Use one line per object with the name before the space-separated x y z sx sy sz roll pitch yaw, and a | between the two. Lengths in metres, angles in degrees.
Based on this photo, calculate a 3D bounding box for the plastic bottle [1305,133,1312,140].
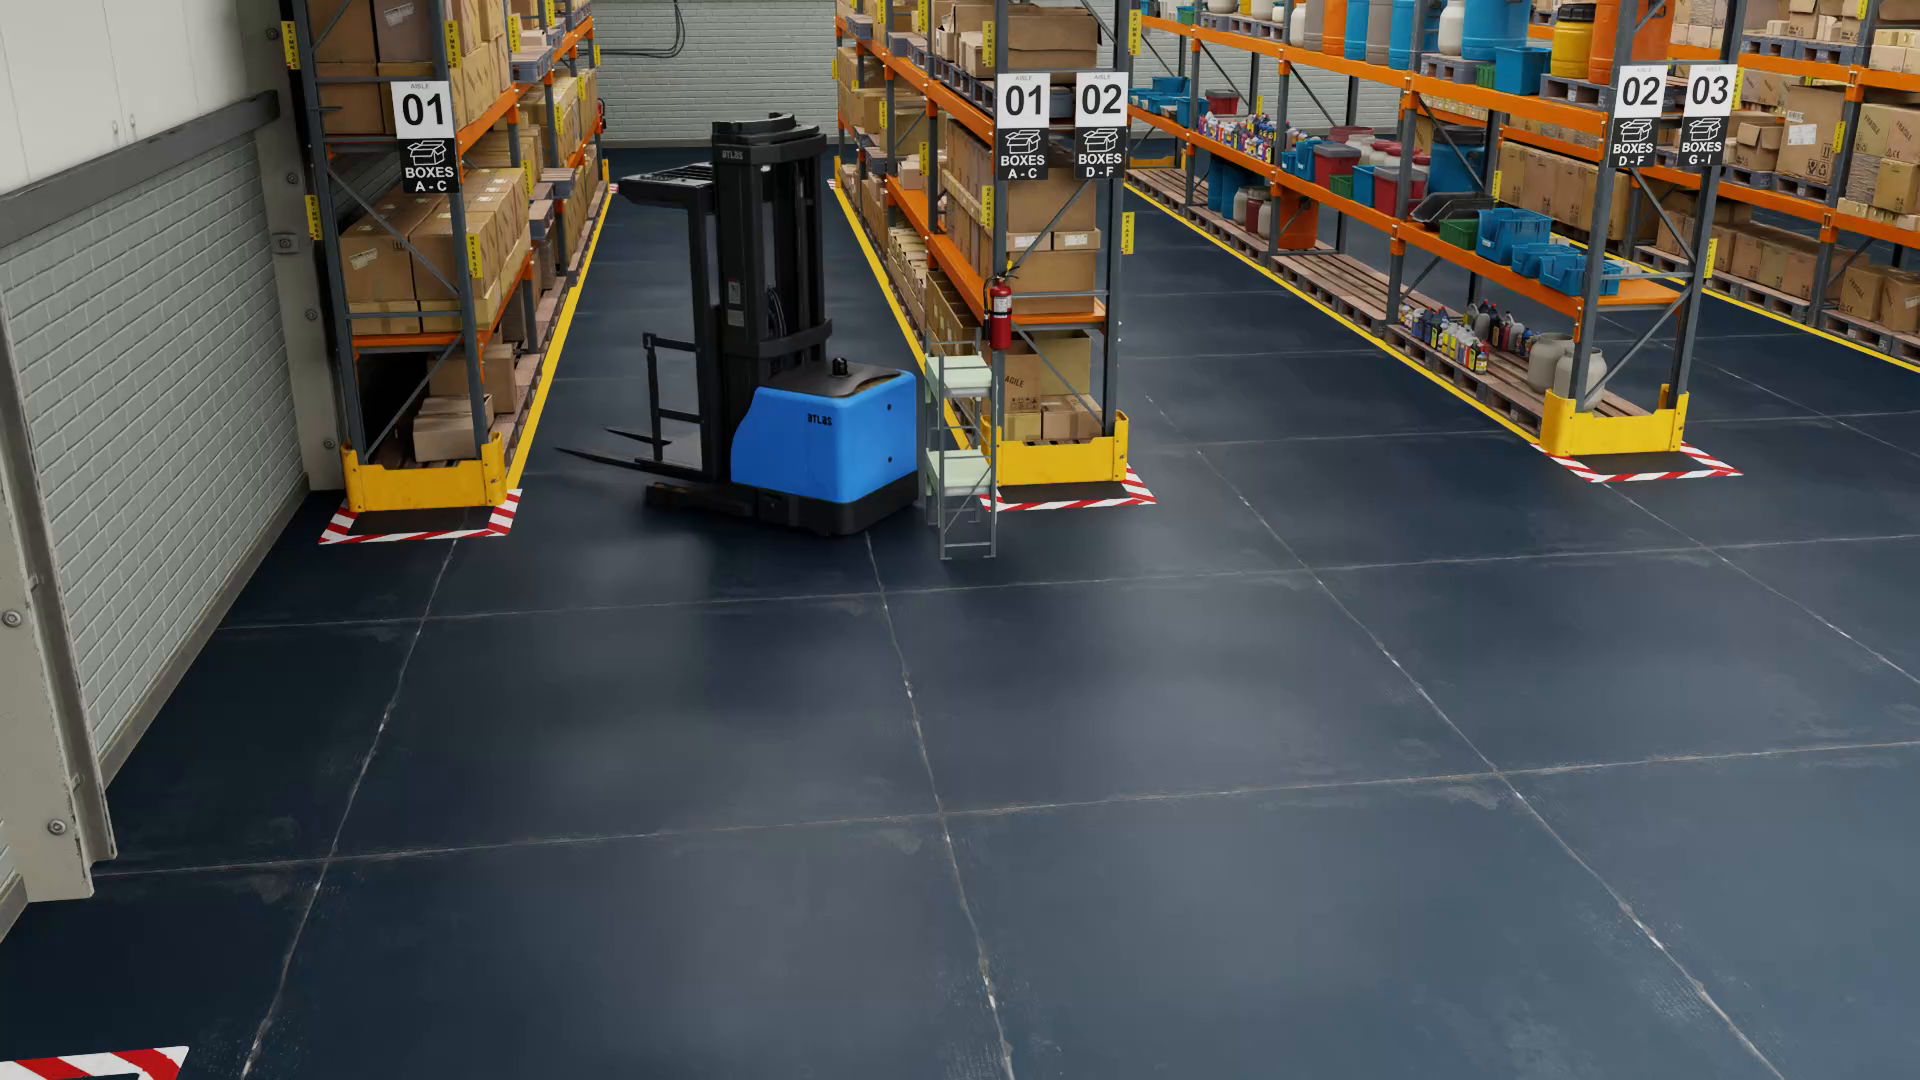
plastic bottle | 4.690 -5.348 22.413 0.061 0.283 0.133 -3 21 -8

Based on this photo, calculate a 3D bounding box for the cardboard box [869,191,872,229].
cardboard box | -0.991 -4.582 23.140 0.500 0.500 0.500 -3 21 -7

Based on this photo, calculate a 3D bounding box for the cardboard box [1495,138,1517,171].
cardboard box | 8.815 -6.016 26.473 0.875 0.875 0.875 -3 21 -8

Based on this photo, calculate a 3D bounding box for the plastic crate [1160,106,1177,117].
plastic crate | 3.381 -6.825 26.492 0.293 0.136 0.466 -3 21 -8

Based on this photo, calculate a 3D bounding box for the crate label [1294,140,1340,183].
crate label | 4.382 -4.606 20.211 0.502 0.435 0.616 -3 21 -8

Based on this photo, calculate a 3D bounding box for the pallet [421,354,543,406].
pallet | -4.589 -1.526 15.999 1.003 0.211 1.213 -3 21 -8

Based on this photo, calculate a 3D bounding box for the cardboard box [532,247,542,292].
cardboard box | -5.182 -3.052 19.044 0.700 0.500 0.500 -3 21 -8

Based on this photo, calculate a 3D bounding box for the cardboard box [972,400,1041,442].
cardboard box | 0.388 -1.008 13.958 0.500 0.250 0.500 -3 21 -8

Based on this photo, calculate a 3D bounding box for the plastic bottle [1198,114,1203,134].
plastic bottle | 3.561 -6.129 24.506 0.061 0.283 0.133 -3 21 -8

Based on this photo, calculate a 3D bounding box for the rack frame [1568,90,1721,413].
rack frame | 5.660 -2.177 13.759 1.000 3.000 0.127 -3 21 -8

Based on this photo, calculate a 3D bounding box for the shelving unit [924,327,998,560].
shelving unit | 0.001 -0.700 11.948 0.431 1.500 0.755 -3 21 -8

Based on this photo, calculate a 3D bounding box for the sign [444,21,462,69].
sign | -3.607 -3.520 11.817 0.100 0.325 0.005 -3 21 -8

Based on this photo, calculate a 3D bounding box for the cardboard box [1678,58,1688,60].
cardboard box | 12.979 -8.668 29.140 0.500 0.500 0.500 -3 21 -8

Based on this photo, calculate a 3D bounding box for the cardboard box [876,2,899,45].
cardboard box | -0.565 -6.477 20.840 0.910 0.500 0.500 -3 21 -8

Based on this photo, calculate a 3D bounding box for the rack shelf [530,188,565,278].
rack shelf | -5.009 -3.418 18.109 1.077 0.370 4.000 -3 21 -8

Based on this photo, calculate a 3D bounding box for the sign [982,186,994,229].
sign | 0.219 -2.560 12.789 0.100 0.325 0.005 -3 21 -8

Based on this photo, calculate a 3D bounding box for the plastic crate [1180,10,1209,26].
plastic crate | 3.570 -7.770 24.747 0.450 0.188 0.662 -3 21 -8

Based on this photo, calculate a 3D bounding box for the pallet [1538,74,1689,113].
pallet | 5.637 -3.786 14.047 1.003 0.211 1.213 -3 21 -8

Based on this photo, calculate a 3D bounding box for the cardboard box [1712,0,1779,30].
cardboard box | 9.370 -6.358 19.808 0.500 0.500 0.500 -4 21 -9

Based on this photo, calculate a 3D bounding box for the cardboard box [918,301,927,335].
cardboard box | -0.166 -2.351 17.555 0.500 0.250 0.500 -3 21 -8

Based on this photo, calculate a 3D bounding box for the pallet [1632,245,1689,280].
pallet | 9.519 -3.620 21.607 1.003 0.211 1.213 -3 21 -8

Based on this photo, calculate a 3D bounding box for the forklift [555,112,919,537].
forklift | -1.849 -1.755 12.725 3.031 2.935 1.130 12 23 28

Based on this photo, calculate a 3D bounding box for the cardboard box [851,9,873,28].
cardboard box | -1.306 -7.574 24.134 0.500 0.250 0.500 -3 21 -8

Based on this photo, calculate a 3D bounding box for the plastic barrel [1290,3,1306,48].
plastic barrel | 4.248 -6.282 20.301 0.421 0.512 0.421 0 20 0

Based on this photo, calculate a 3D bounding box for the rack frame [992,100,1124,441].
rack frame | 0.758 -1.929 13.094 1.000 3.000 0.127 -3 21 -8

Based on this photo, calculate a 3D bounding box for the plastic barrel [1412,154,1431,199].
plastic barrel | 5.162 -3.968 18.360 0.433 0.535 0.433 0 20 0

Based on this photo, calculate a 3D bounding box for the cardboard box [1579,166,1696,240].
cardboard box | 9.329 -4.638 22.785 1.225 0.875 0.875 -4 21 -10

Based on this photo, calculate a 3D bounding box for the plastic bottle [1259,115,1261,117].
plastic bottle | 4.385 -6.080 24.374 0.061 0.283 0.133 -3 21 -8

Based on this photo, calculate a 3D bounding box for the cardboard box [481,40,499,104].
cardboard box | -4.225 -3.996 14.170 0.500 0.500 0.500 -4 21 -10

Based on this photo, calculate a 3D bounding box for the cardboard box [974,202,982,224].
cardboard box | 0.326 -2.851 14.491 0.380 0.149 0.250 -2 21 -6

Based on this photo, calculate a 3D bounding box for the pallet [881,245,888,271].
pallet | -0.466 -3.653 21.695 1.003 0.211 1.213 -3 21 -8

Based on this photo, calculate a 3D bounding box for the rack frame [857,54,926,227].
rack frame | -0.972 -6.084 24.218 1.000 3.000 0.127 -3 21 -8

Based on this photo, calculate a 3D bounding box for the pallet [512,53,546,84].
pallet | -4.704 -4.599 16.224 1.213 0.211 1.003 -3 21 -8

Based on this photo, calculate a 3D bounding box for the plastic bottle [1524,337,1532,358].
plastic bottle | 5.629 -1.904 16.397 0.097 0.201 0.097 0 20 0

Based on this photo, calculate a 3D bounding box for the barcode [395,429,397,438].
barcode | -4.553 -0.859 13.429 0.001 0.075 0.075 -3 21 -8

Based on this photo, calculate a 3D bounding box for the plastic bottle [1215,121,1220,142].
plastic bottle | 3.689 -5.822 23.683 0.061 0.283 0.133 -3 21 -8

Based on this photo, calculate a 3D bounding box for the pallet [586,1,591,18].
pallet | -6.333 -8.325 26.058 1.003 0.211 1.213 -3 21 -8

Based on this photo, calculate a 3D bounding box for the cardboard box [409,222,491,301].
cardboard box | -3.915 -2.149 12.796 0.500 0.500 0.500 -3 21 -8

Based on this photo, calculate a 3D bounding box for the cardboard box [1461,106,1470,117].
cardboard box | 8.314 -6.910 26.788 0.380 0.149 0.250 -3 21 -7

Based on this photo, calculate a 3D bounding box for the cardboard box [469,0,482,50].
cardboard box | -4.066 -4.106 13.036 0.500 0.500 0.500 -2 21 -6

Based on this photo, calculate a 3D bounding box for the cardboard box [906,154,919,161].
cardboard box | -0.386 -4.529 20.182 0.500 0.311 0.500 -2 21 -4

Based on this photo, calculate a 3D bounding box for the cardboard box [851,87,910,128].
cardboard box | -1.125 -6.152 23.657 0.700 0.500 0.500 -10 23 -26

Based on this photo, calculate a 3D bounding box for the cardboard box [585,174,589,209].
cardboard box | -5.880 -5.122 24.616 0.700 0.500 0.500 -3 21 -7

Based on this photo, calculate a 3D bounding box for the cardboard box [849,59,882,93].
cardboard box | -1.378 -6.938 24.934 0.500 0.500 0.500 -3 21 -9

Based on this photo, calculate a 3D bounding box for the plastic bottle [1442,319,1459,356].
plastic bottle | 4.877 -2.015 16.480 0.144 0.351 0.185 -3 21 -8

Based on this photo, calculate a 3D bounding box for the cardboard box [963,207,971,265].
cardboard box | 0.402 -2.851 15.420 0.700 0.500 0.500 -3 21 -7

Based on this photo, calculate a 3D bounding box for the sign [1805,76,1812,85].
sign | 13.218 -7.173 25.896 0.100 0.325 0.005 -3 21 -8

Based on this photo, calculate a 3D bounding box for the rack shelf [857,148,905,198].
rack shelf | -0.684 -5.054 22.490 1.077 0.370 4.000 -3 21 -8

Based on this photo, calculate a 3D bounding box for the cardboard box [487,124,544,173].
cardboard box | -5.219 -4.538 19.308 0.700 0.500 0.500 -5 21 -14

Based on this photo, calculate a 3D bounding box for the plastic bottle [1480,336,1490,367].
plastic bottle | 5.057 -1.819 16.053 0.061 0.283 0.133 -3 21 -8

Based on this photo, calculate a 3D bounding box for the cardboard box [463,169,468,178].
cardboard box | -4.859 -3.180 15.557 0.500 0.500 0.500 -3 21 -9

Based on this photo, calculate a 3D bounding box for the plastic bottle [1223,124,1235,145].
plastic bottle | 3.787 -5.694 23.351 0.152 0.276 0.135 -3 21 -8

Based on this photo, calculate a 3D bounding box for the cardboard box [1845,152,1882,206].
cardboard box | 9.988 -3.839 17.641 0.875 0.500 0.500 -3 21 -8

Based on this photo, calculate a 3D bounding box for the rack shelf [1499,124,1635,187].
rack shelf | 9.119 -5.553 23.824 1.077 0.370 4.000 -3 21 -8

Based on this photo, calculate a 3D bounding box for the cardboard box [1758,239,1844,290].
cardboard box | 9.867 -3.227 19.513 0.700 0.500 0.500 -3 21 -8

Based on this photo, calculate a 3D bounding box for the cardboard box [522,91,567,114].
cardboard box | -5.262 -5.524 21.050 0.500 0.250 0.500 -3 21 -7
